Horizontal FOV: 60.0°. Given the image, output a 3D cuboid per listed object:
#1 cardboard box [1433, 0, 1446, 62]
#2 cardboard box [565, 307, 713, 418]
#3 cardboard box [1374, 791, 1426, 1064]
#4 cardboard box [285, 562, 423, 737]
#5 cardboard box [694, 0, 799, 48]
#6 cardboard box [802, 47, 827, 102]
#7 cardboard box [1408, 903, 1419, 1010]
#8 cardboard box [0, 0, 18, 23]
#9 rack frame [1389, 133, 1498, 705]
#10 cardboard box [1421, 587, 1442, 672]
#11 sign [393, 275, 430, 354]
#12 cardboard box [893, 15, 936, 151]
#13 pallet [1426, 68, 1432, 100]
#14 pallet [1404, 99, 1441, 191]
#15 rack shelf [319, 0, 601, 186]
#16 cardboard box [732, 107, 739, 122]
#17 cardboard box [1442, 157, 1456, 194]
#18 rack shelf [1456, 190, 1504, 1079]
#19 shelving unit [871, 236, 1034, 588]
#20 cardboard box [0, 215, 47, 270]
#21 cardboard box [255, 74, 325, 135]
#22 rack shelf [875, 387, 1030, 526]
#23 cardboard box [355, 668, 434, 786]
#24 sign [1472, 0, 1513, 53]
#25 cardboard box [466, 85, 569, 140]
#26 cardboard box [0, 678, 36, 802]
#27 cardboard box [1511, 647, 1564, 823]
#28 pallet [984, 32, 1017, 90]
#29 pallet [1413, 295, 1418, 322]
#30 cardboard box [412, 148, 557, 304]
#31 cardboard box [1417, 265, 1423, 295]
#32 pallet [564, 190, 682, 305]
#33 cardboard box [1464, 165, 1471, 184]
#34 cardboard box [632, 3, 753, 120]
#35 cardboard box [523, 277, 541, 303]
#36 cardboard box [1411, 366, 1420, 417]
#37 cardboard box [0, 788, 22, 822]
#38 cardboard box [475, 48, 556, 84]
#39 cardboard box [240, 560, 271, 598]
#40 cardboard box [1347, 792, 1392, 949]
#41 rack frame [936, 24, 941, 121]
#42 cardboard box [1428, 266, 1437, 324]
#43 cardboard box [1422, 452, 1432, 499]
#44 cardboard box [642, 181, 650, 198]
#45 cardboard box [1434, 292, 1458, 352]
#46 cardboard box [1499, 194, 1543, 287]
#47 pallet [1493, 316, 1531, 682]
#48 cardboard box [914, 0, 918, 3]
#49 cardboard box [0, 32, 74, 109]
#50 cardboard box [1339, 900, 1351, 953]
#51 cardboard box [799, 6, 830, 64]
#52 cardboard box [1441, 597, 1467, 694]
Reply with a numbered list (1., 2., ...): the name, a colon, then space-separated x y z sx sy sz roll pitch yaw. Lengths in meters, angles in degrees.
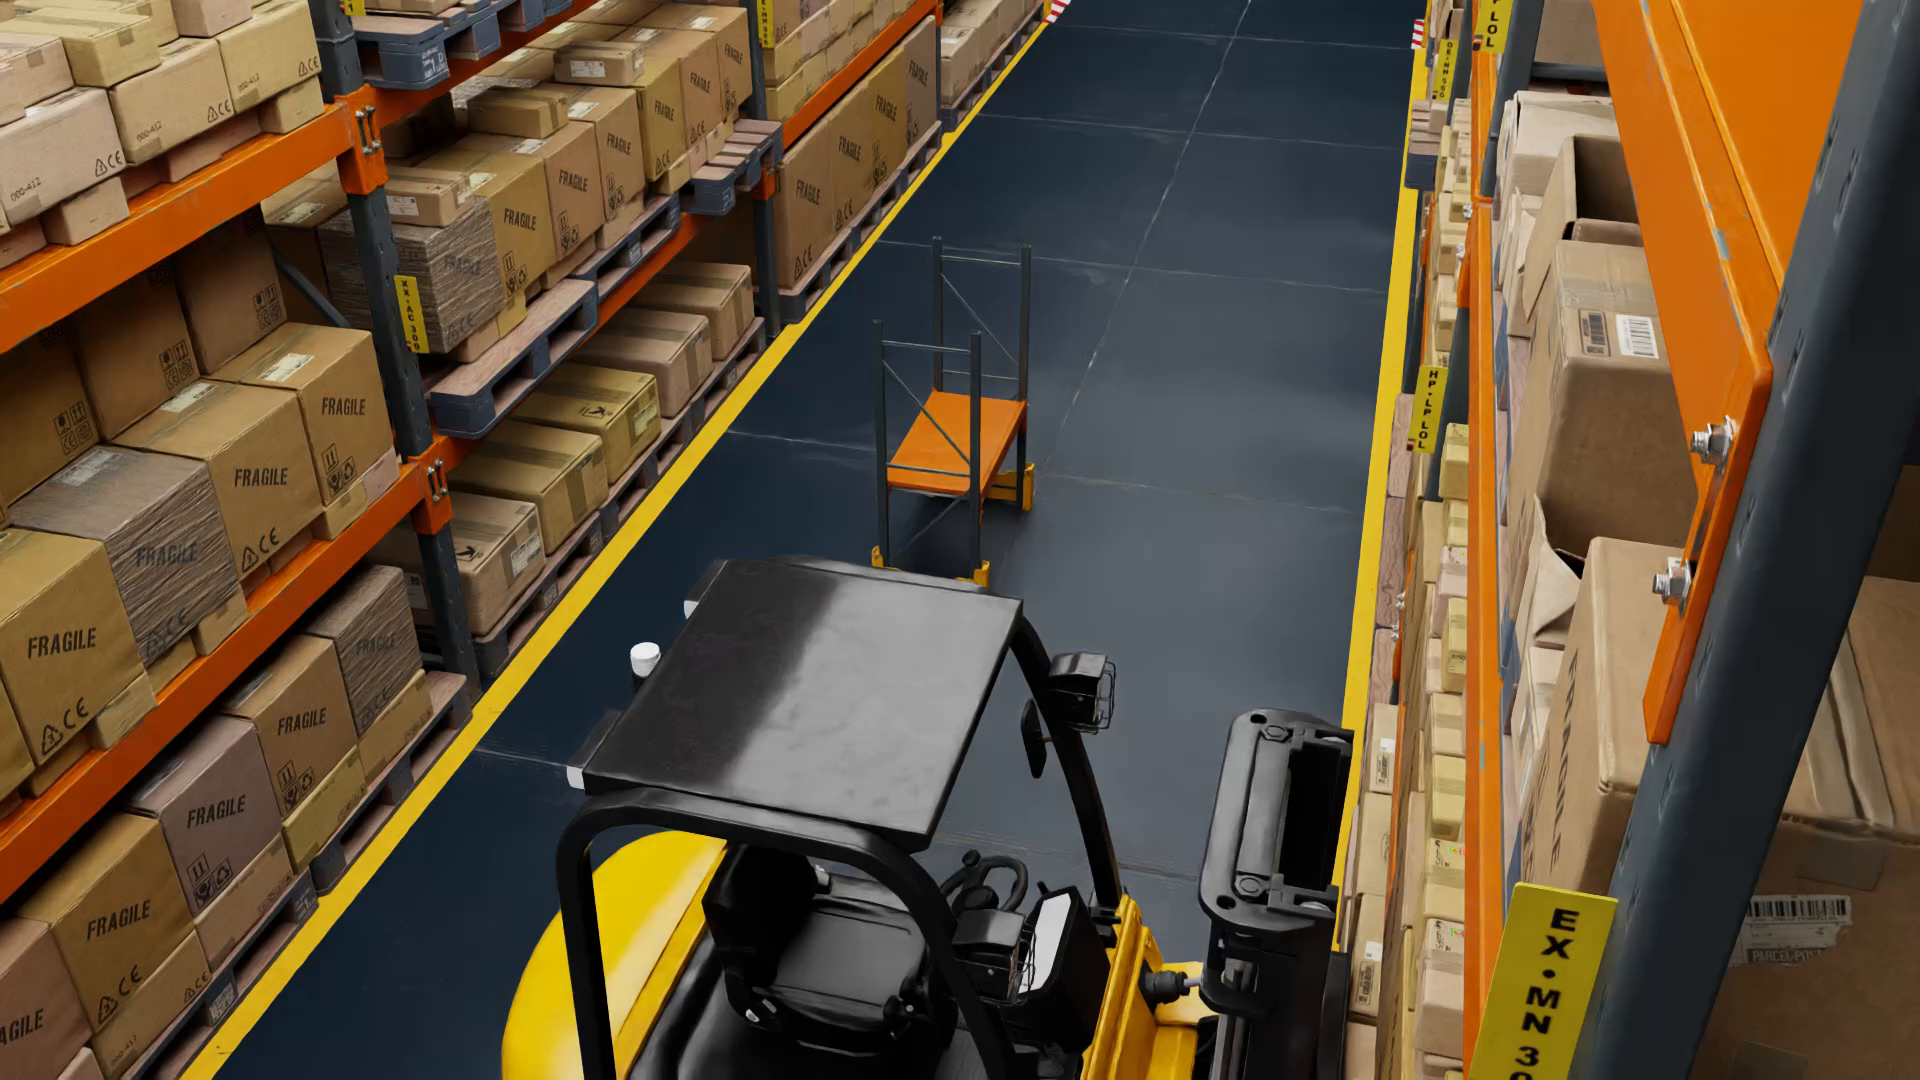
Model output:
1. cardboard box: 3.476 -3.391 10.804 0.700 0.500 0.500 8 33 12
2. cardboard box: -2.004 -1.059 9.678 0.950 0.372 0.625 7 33 11
3. cardboard box: 1.359 1.029 4.242 0.500 0.500 0.500 8 33 13
4. cardboard box: -2.577 0.419 6.767 0.500 0.500 0.500 8 33 12
5. cardboard box: -1.310 -3.353 10.204 0.500 0.500 0.500 7 33 11
6. cardboard box: -1.191 -3.092 10.957 0.500 0.250 0.500 7 33 11
7. cardboard box: 1.219 0.956 3.753 0.380 0.149 0.250 8 33 13
8. cardboard box: -3.196 -1.693 5.313 0.380 0.149 0.250 7 33 11
9. rack frame: 2.116 0.083 5.823 1.000 3.000 0.127 8 33 12
10. cardboard box: 1.543 0.288 4.803 0.380 0.149 0.250 9 33 13
11. sign: -2.160 -0.886 6.541 0.100 0.325 0.005 8 33 12
12. cardboard box: -0.736 -3.690 13.348 0.875 0.875 0.875 9 34 14
13. pallet: 4.629 -3.883 14.661 1.003 0.211 1.213 8 33 12
14. pallet: 3.235 -2.273 9.708 1.213 0.211 1.003 8 33 12
15. rack shelf: -2.179 -2.591 7.904 1.077 0.370 4.000 8 33 12
16. cardboard box: -1.527 -2.536 9.785 0.380 0.149 0.250 9 34 14
17. cardboard box: 2.654 -1.684 8.276 0.500 0.250 0.500 9 34 14
18. rack shelf: 1.608 0.159 3.579 1.077 0.370 4.000 8 33 12
19. shelving unit: -0.019 -0.593 8.285 0.587 1.500 1.083 8 33 12
20. cardboard box: -2.894 -0.890 4.793 0.380 0.149 0.250 9 33 13
21. cardboard box: -2.471 -1.545 5.823 0.380 0.149 0.250 8 33 13
22. rack shelf: -0.022 -0.437 8.374 0.538 0.185 1.000 8 33 12
23. cardboard box: -2.577 0.736 6.968 0.500 0.250 0.500 10 34 15
24. sign: 1.588 -1.603 4.904 0.100 0.325 0.005 8 33 12
25. cardboard box: -2.049 -1.983 7.707 0.380 0.149 0.250 10 34 15
26. cardboard box: -3.057 0.575 4.679 0.500 0.500 0.500 7 33 11
27. cardboard box: 1.017 0.308 2.423 0.380 0.149 0.250 7 33 11
28. pallet: -0.080 -4.584 15.765 1.003 0.211 1.213 8 33 12
29. pallet: 3.357 -1.198 10.438 1.003 0.211 1.213 8 33 12
30. cardboard box: -2.164 -1.400 7.394 0.500 0.500 0.500 8 33 13
31. cardboard box: 3.297 -1.894 10.872 0.500 0.500 0.500 9 34 14
32. pallet: -2.134 -1.553 8.575 1.003 0.211 1.213 8 33 12
33. cardboard box: 2.569 -1.636 7.830 0.380 0.149 0.250 8 33 13
34. cardboard box: -1.518 -2.738 9.499 0.500 0.500 0.500 7 33 11
35. cardboard box: -2.171 -1.192 7.671 0.380 0.149 0.250 10 34 15
36. cardboard box: 2.959 -0.846 9.107 0.875 0.625 0.625 9 34 14
37. cardboard box: -3.068 0.774 4.971 0.380 0.149 0.250 9 34 14
38. cardboard box: -2.263 -2.262 8.750 0.500 0.500 0.500 9 33 13
39. cardboard box: -2.748 0.106 6.022 0.380 0.149 0.250 8 33 12
40. cardboard box: 1.550 1.117 5.437 0.500 0.250 0.500 8 33 12
41. rack frame: -0.656 -4.742 13.414 1.000 3.000 0.127 8 33 12
42. cardboard box: 2.525 -1.204 7.987 0.500 0.250 0.500 7 33 11
43. cardboard box: 1.993 -0.354 6.185 0.500 0.250 0.500 7 33 11
44. cardboard box: -1.859 -1.862 8.726 0.380 0.149 0.250 8 33 13
45. cardboard box: 2.087 -0.851 6.595 0.380 0.149 0.250 7 33 11
46. cardboard box: 1.513 -0.706 4.018 0.380 0.149 0.250 9 34 14
47. pallet: 1.613 -0.068 3.348 1.003 0.211 1.213 8 33 12
48. cardboard box: -0.526 -4.412 13.034 0.500 0.250 0.500 7 33 11
49. cardboard box: -2.805 -1.350 4.773 0.380 0.149 0.250 7 33 11
50. cardboard box: 1.559 1.538 5.707 0.500 0.250 0.500 7 33 11
51. cardboard box: -1.172 -3.312 10.837 0.500 0.250 0.500 9 33 14
52. cardboard box: 1.508 0.306 4.497 0.380 0.149 0.250 8 33 12
